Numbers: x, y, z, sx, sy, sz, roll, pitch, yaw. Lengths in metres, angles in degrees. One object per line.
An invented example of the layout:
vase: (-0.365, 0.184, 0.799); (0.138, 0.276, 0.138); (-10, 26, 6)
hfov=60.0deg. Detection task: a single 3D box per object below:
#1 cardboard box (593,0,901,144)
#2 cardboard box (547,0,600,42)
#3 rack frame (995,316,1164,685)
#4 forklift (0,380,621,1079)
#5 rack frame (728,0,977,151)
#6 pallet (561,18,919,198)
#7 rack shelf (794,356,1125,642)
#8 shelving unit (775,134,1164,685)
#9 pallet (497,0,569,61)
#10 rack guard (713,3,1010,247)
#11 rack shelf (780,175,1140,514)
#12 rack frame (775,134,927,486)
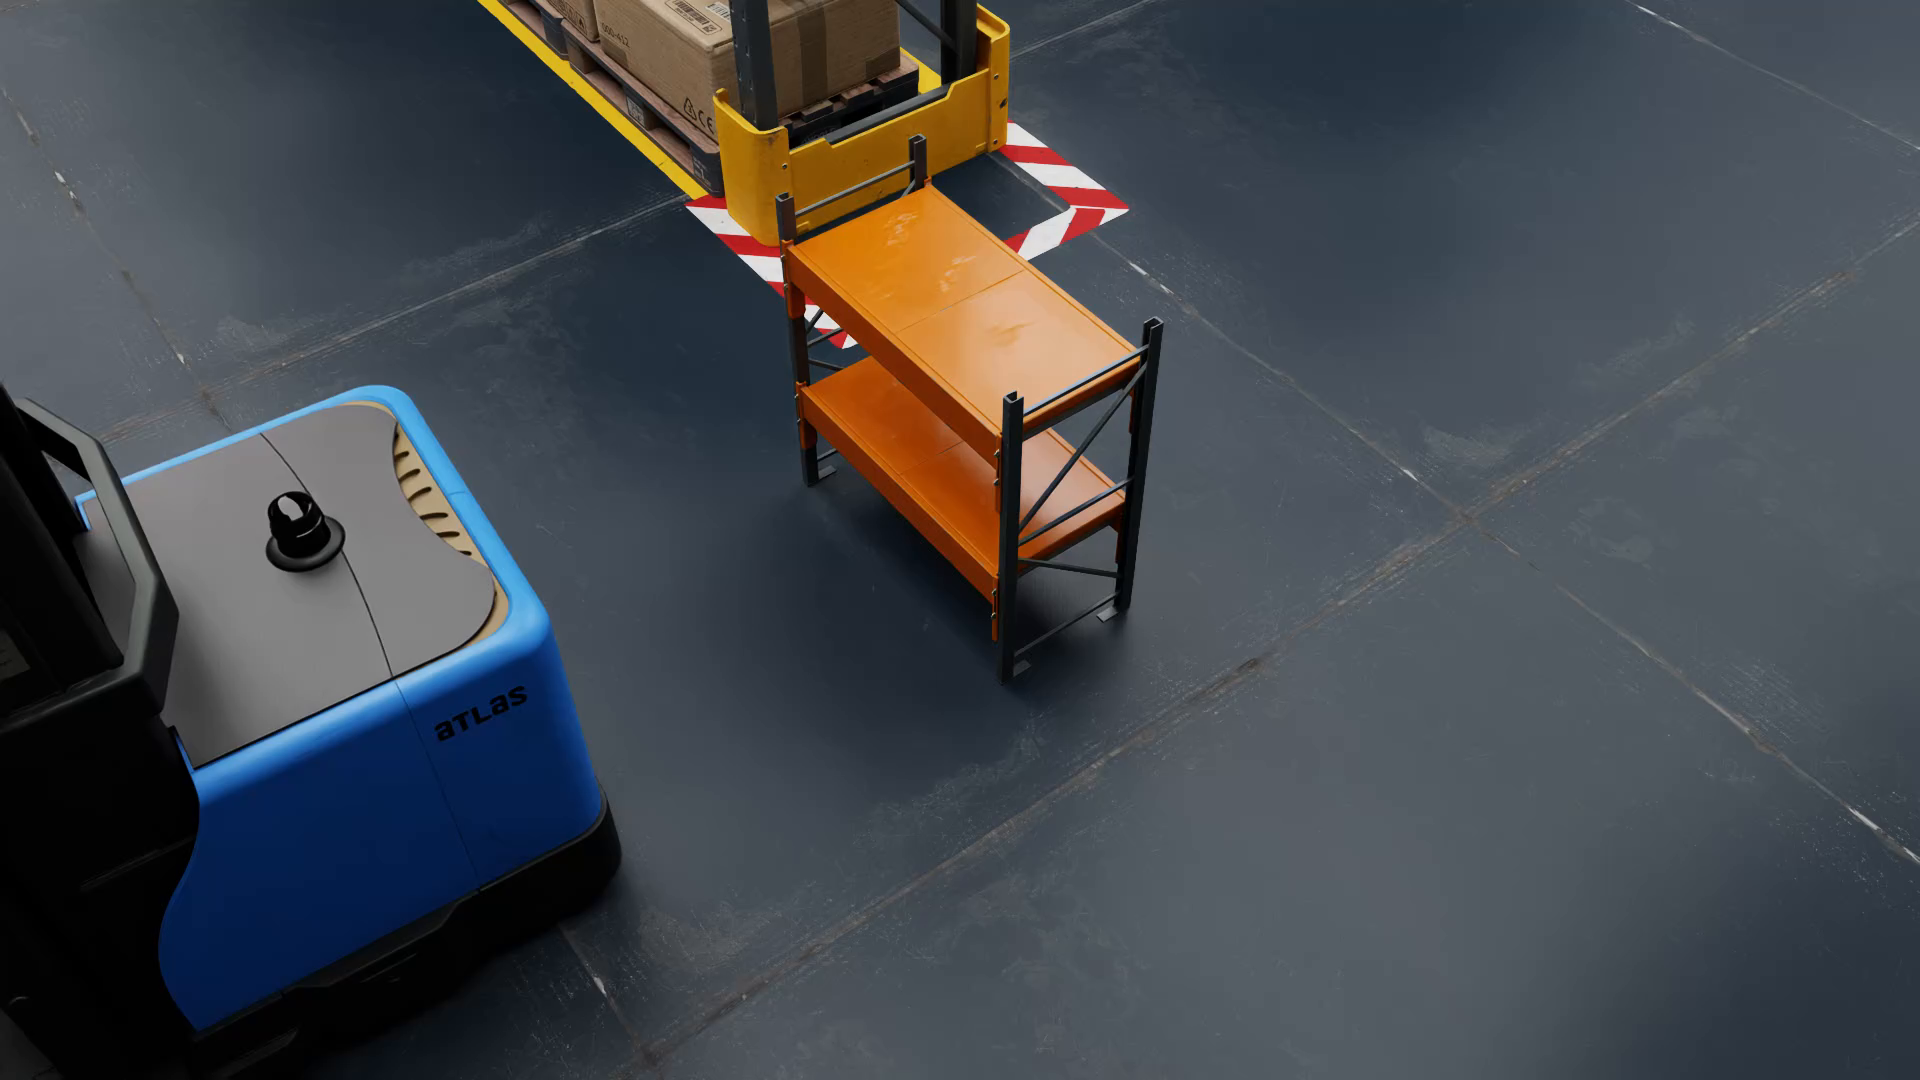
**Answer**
cardboard box: (-0.847, -2.090, 6.566); (0.875, 0.438, 0.875); (-31, 55, -25)
cardboard box: (-1.407, -2.626, 7.052); (0.875, 0.438, 0.875); (-28, 54, -23)
rack frame: (0.312, -0.074, 4.558); (0.500, 1.125, 0.032); (-29, 54, -24)
forklift: (-2.406, 0.222, 3.070); (3.031, 2.935, 1.130); (-26, 53, -22)
rack frame: (-0.367, -2.465, 5.460); (1.000, 3.000, 0.127); (-29, 54, -24)
pallet: (-0.914, -1.965, 6.889); (1.003, 0.211, 1.213); (-29, 54, -24)
rack shelf: (0.004, -0.210, 5.011); (0.538, 0.278, 1.000); (-29, 54, -24)
shelving unit: (0.004, -0.374, 4.830); (0.538, 1.125, 1.048); (-29, 54, -24)
pallet: (-1.648, -2.684, 7.541); (1.003, 0.211, 1.213); (-29, 54, -24)
rack guard: (-0.353, -1.612, 6.374); (1.175, 0.500, 0.348); (-29, 54, -24)
rack shelf: (0.004, -0.570, 4.613); (0.538, 0.278, 1.000); (-29, 54, -24)
rack frame: (-0.304, -0.674, 5.101); (0.500, 1.125, 0.032); (-29, 54, -24)
